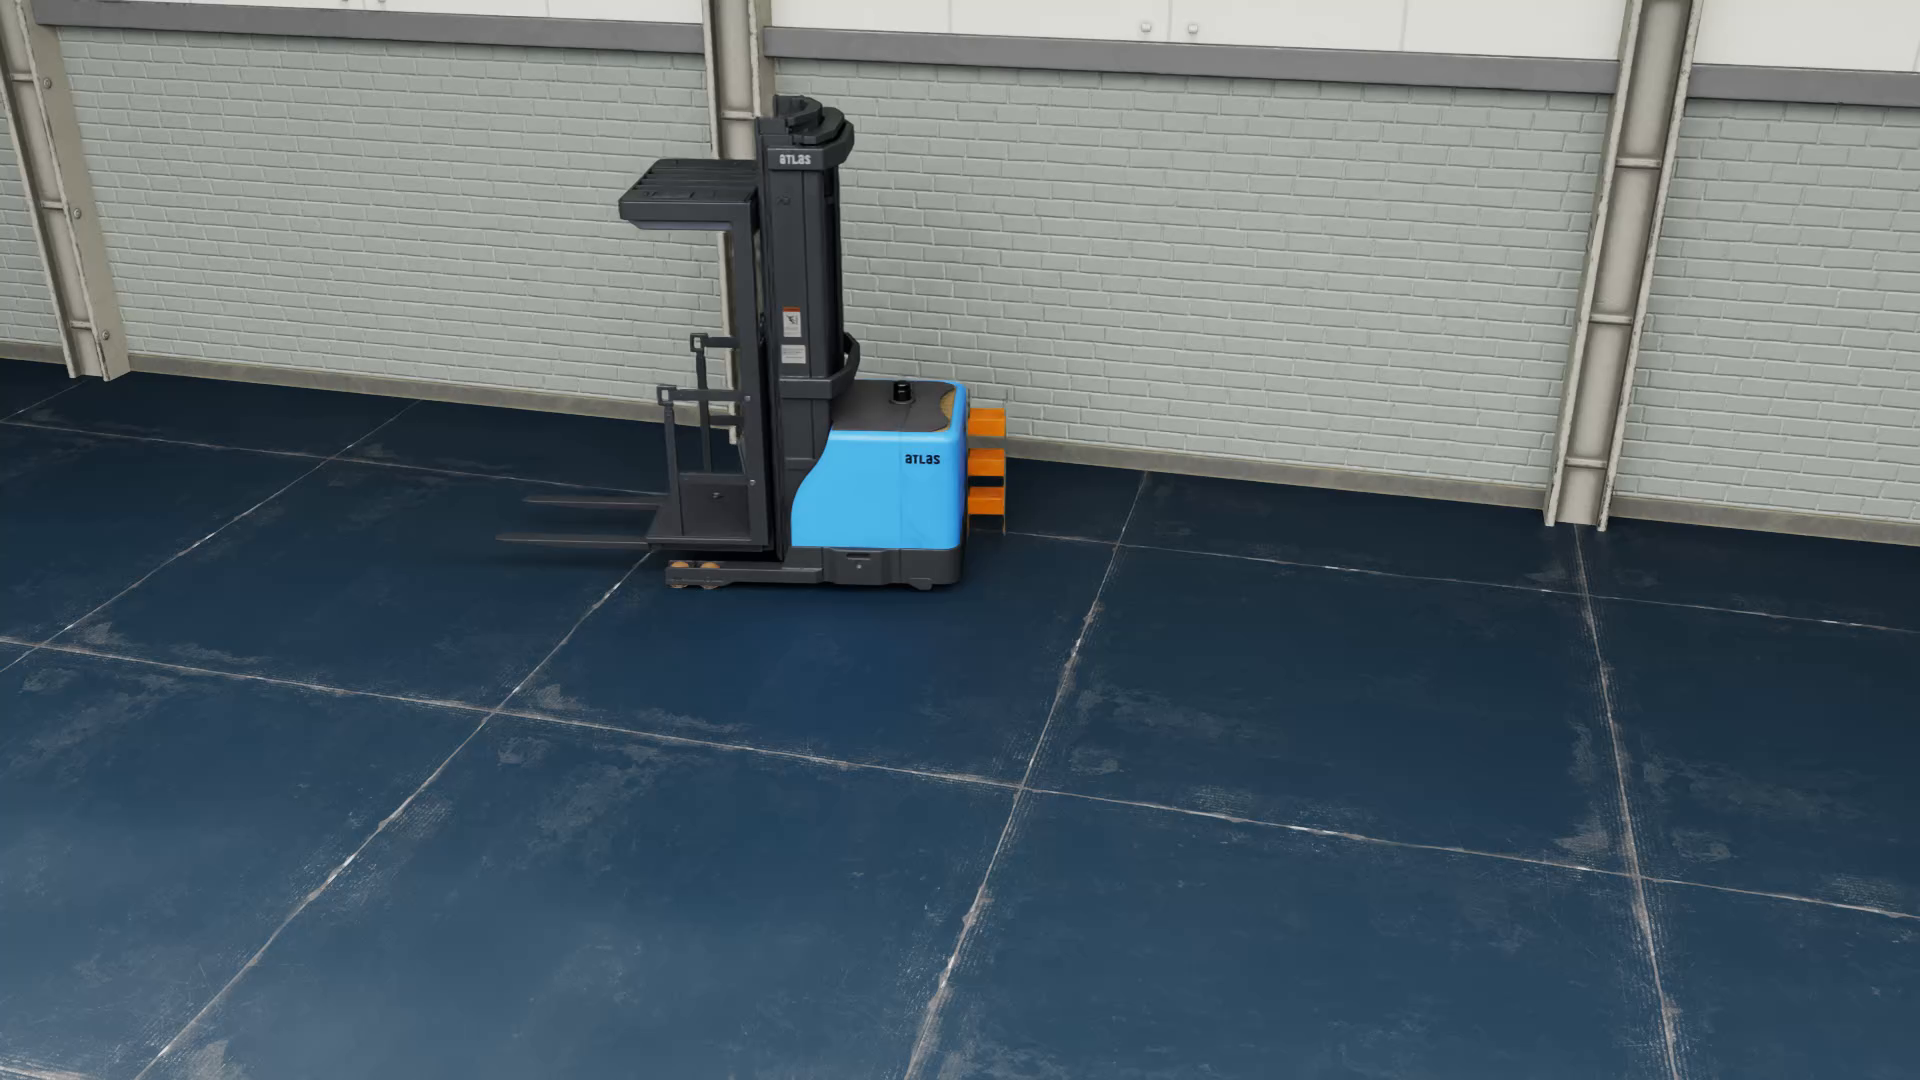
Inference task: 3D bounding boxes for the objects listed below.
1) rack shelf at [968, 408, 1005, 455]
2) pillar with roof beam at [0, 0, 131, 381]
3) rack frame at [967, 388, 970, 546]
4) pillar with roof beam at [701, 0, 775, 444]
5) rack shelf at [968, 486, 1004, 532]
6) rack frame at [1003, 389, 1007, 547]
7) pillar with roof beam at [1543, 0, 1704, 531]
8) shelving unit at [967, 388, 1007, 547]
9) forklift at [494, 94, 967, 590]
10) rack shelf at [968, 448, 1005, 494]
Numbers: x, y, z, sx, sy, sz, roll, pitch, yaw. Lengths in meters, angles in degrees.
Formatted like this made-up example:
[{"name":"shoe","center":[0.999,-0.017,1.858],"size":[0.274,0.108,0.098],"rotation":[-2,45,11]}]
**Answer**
[{"name":"rack shelf","center":[0.178,-0.722,10.909],"size":[0.240,0.259,0.215],"rotation":[1,25,3]},{"name":"pillar with roof beam","center":[-8.430,-3.699,8.551],"size":[0.400,9.000,9.100],"rotation":[6,26,13]},{"name":"rack frame","center":[0.056,-0.478,11.032],"size":[0.008,1.050,0.200],"rotation":[1,25,3]},{"name":"pillar with roof beam","center":[-2.619,-3.057,7.202],"size":[0.400,9.000,9.100],"rotation":[6,26,13]},{"name":"rack shelf","center":[0.178,-0.214,11.150],"size":[0.240,0.259,0.215],"rotation":[1,25,3]},{"name":"rack frame","center":[0.300,-0.472,11.020],"size":[0.008,1.050,0.200],"rotation":[1,25,3]},{"name":"pillar with roof beam","center":[3.192,-2.415,5.853],"size":[0.400,9.000,9.100],"rotation":[6,26,13]},{"name":"shelving unit","center":[0.178,-0.475,11.026],"size":[0.252,1.050,0.215],"rotation":[1,25,3]},{"name":"forklift","center":[-1.480,-1.235,10.435],"size":[3.031,2.935,1.130],"rotation":[1,25,3]},{"name":"rack shelf","center":[0.178,-0.465,11.031],"size":[0.240,0.259,0.215],"rotation":[1,25,3]}]
